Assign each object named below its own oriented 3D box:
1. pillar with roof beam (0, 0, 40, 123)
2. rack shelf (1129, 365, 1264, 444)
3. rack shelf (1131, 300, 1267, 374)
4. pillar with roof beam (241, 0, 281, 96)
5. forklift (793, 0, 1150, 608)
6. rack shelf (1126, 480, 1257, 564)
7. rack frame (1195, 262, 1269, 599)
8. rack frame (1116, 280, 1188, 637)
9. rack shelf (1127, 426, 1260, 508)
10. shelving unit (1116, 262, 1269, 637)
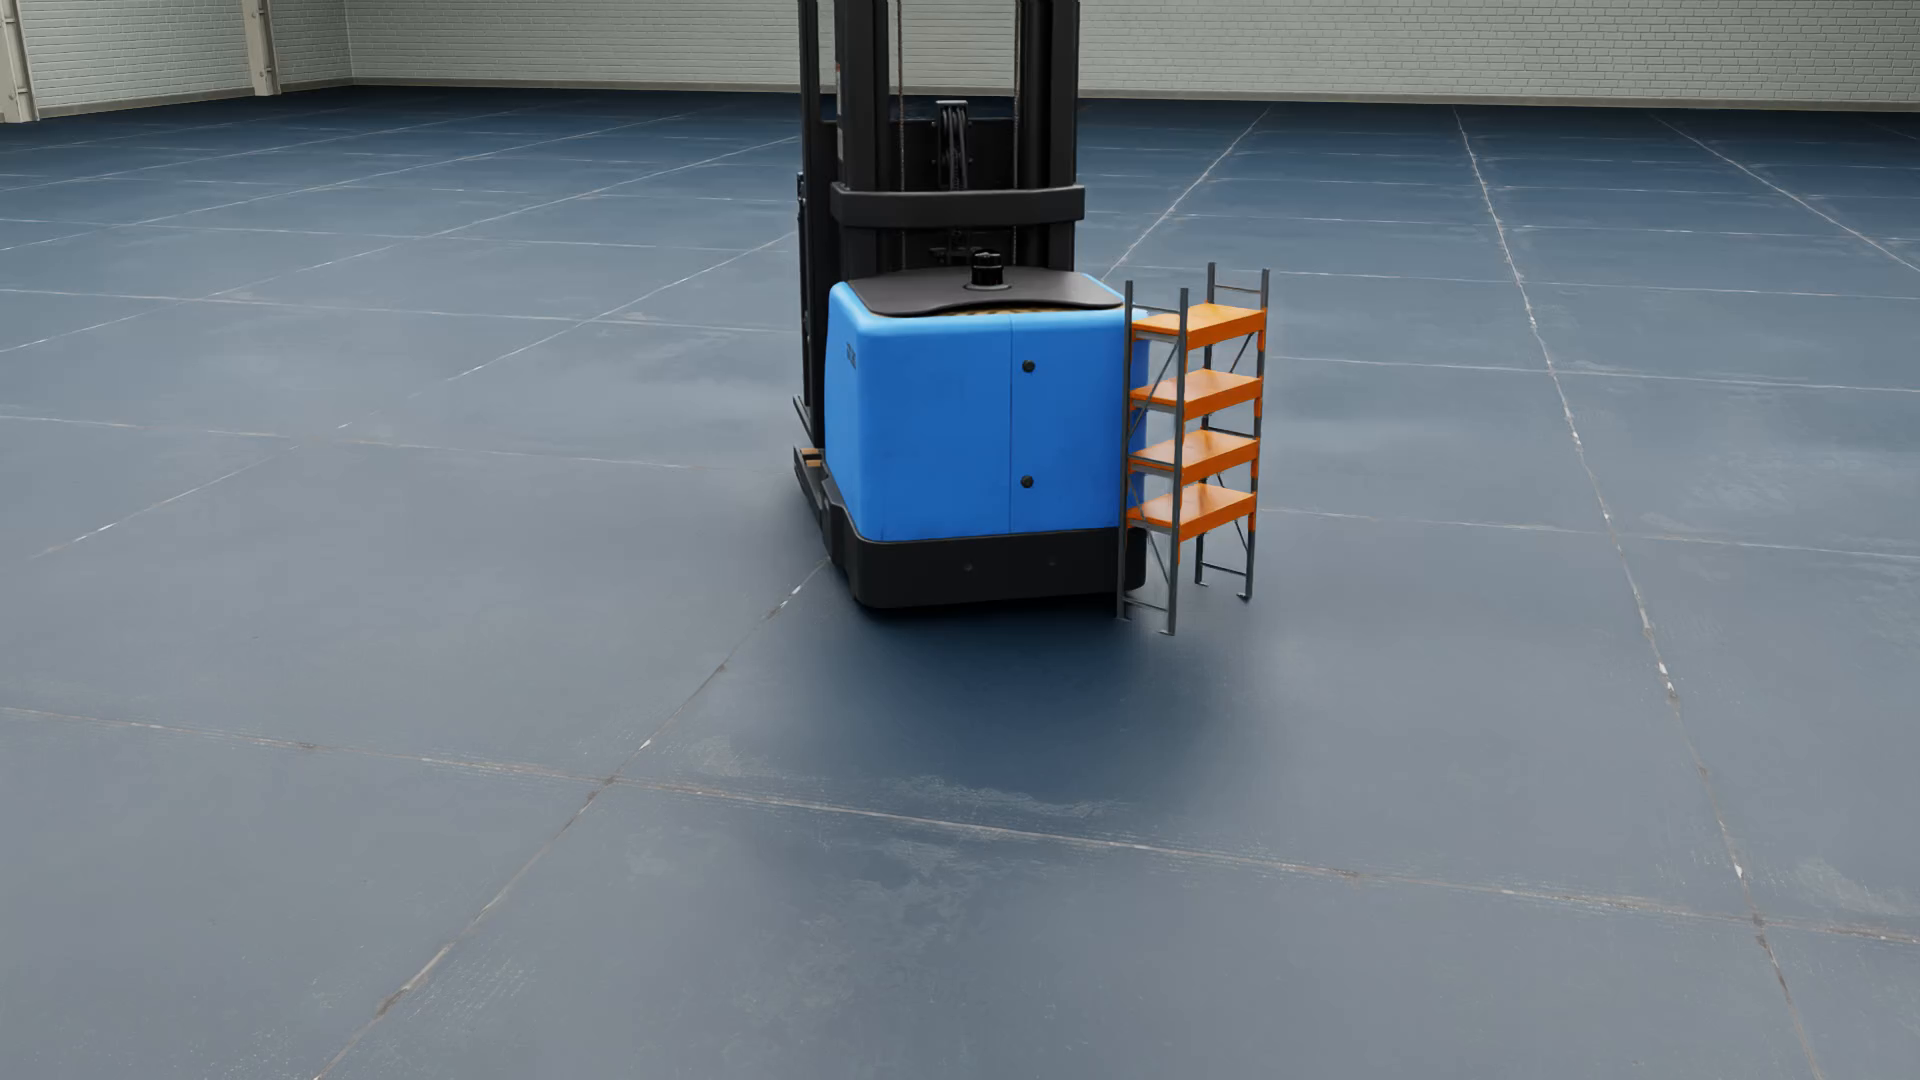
[{"bbox_3d":[-10.178,-10.324,22.992,9.100,9.000,0.400,5,19,13],"label":"pillar with roof beam"},{"bbox_3d":[0.804,-0.471,5.723,0.258,0.148,0.480,16,24,39],"label":"rack shelf"},{"bbox_3d":[0.803,-0.695,5.648,0.258,0.148,0.480,16,24,39],"label":"rack shelf"},{"bbox_3d":[-8.712,-12.205,28.498,9.100,9.000,0.400,5,19,13],"label":"pillar with roof beam"},{"bbox_3d":[-0.127,-1.589,6.804,1.130,2.935,3.031,-4,19,-11],"label":"forklift"},{"bbox_3d":[0.806,-0.071,5.858,0.258,0.148,0.480,16,24,39],"label":"rack shelf"},{"bbox_3d":[0.967,-0.382,5.945,0.240,1.200,0.015,16,24,39],"label":"rack frame"},{"bbox_3d":[0.643,-0.264,5.600,0.240,1.200,0.015,16,24,39],"label":"rack frame"},{"bbox_3d":[0.805,-0.259,5.794,0.258,0.148,0.480,16,24,39],"label":"rack shelf"},{"bbox_3d":[0.805,-0.323,5.773,0.258,1.200,0.503,16,24,39],"label":"shelving unit"}]
